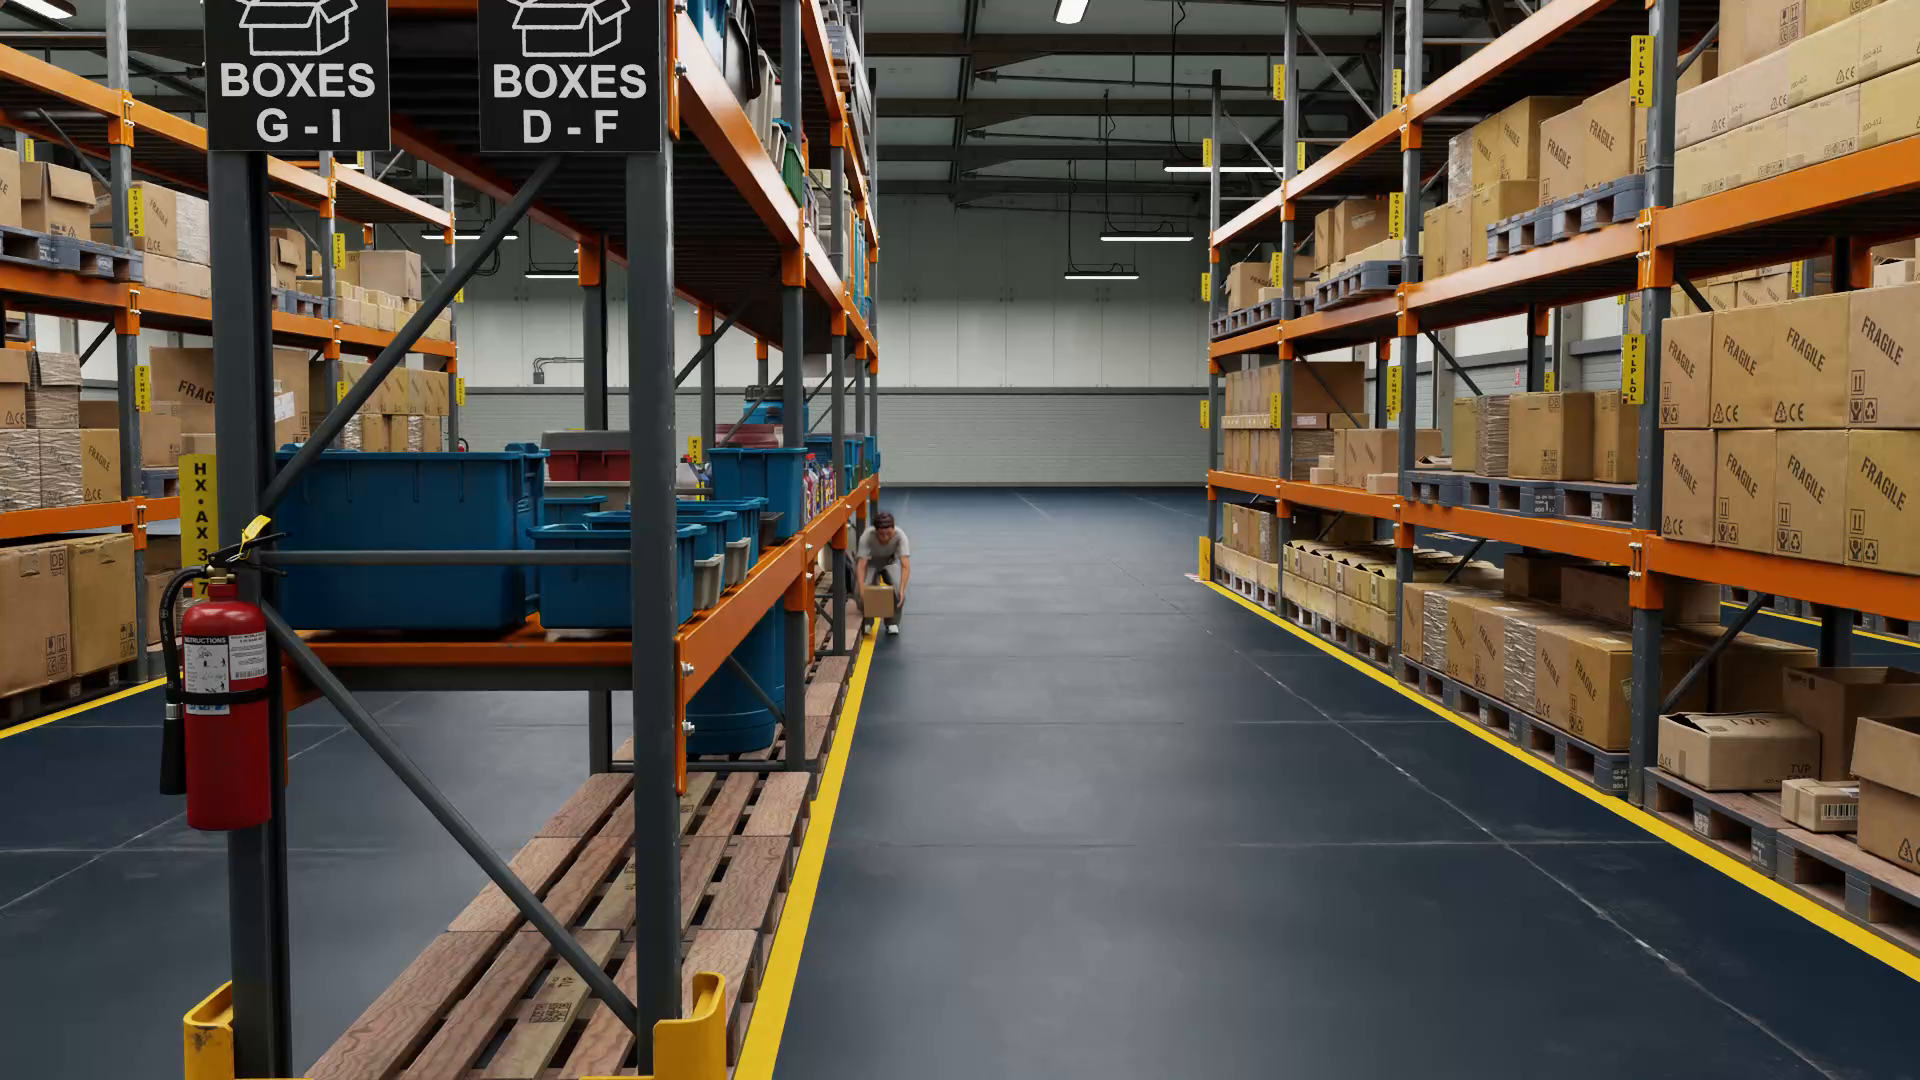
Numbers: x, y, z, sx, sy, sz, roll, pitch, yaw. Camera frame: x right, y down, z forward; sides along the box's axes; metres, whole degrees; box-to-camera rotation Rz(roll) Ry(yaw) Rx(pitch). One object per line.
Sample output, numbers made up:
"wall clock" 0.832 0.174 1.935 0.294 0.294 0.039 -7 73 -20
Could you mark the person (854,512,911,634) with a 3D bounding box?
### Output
"person" -0.679 0.284 14.602 0.495 1.092 0.753 0 4 -2
